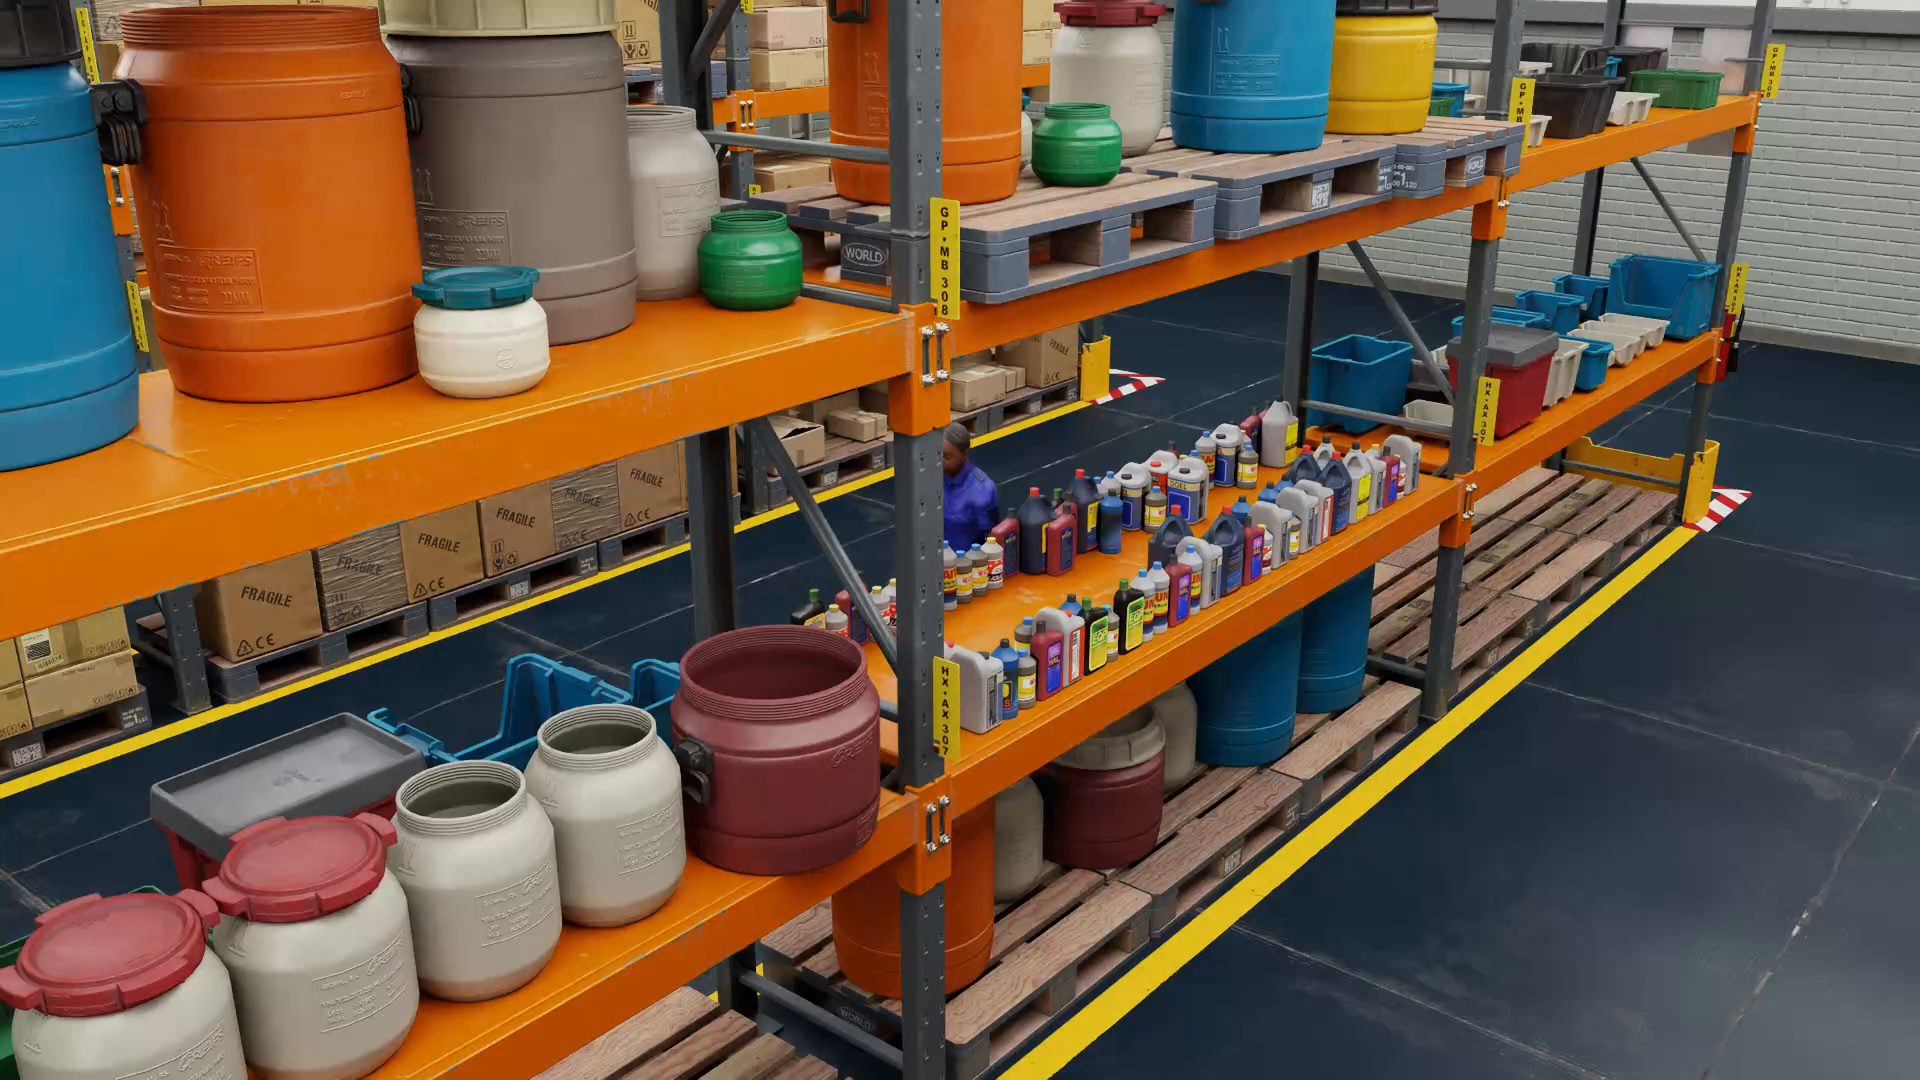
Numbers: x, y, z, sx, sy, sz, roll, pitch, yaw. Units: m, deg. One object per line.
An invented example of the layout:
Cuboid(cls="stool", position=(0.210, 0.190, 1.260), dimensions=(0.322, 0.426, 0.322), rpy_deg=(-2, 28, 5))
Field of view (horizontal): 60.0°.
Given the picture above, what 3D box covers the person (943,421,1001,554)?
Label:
Cuboid(cls="person", position=(-0.049, 0.206, 8.028), dimensions=(0.513, 1.653, 0.398), rpy_deg=(14, 24, 33))
